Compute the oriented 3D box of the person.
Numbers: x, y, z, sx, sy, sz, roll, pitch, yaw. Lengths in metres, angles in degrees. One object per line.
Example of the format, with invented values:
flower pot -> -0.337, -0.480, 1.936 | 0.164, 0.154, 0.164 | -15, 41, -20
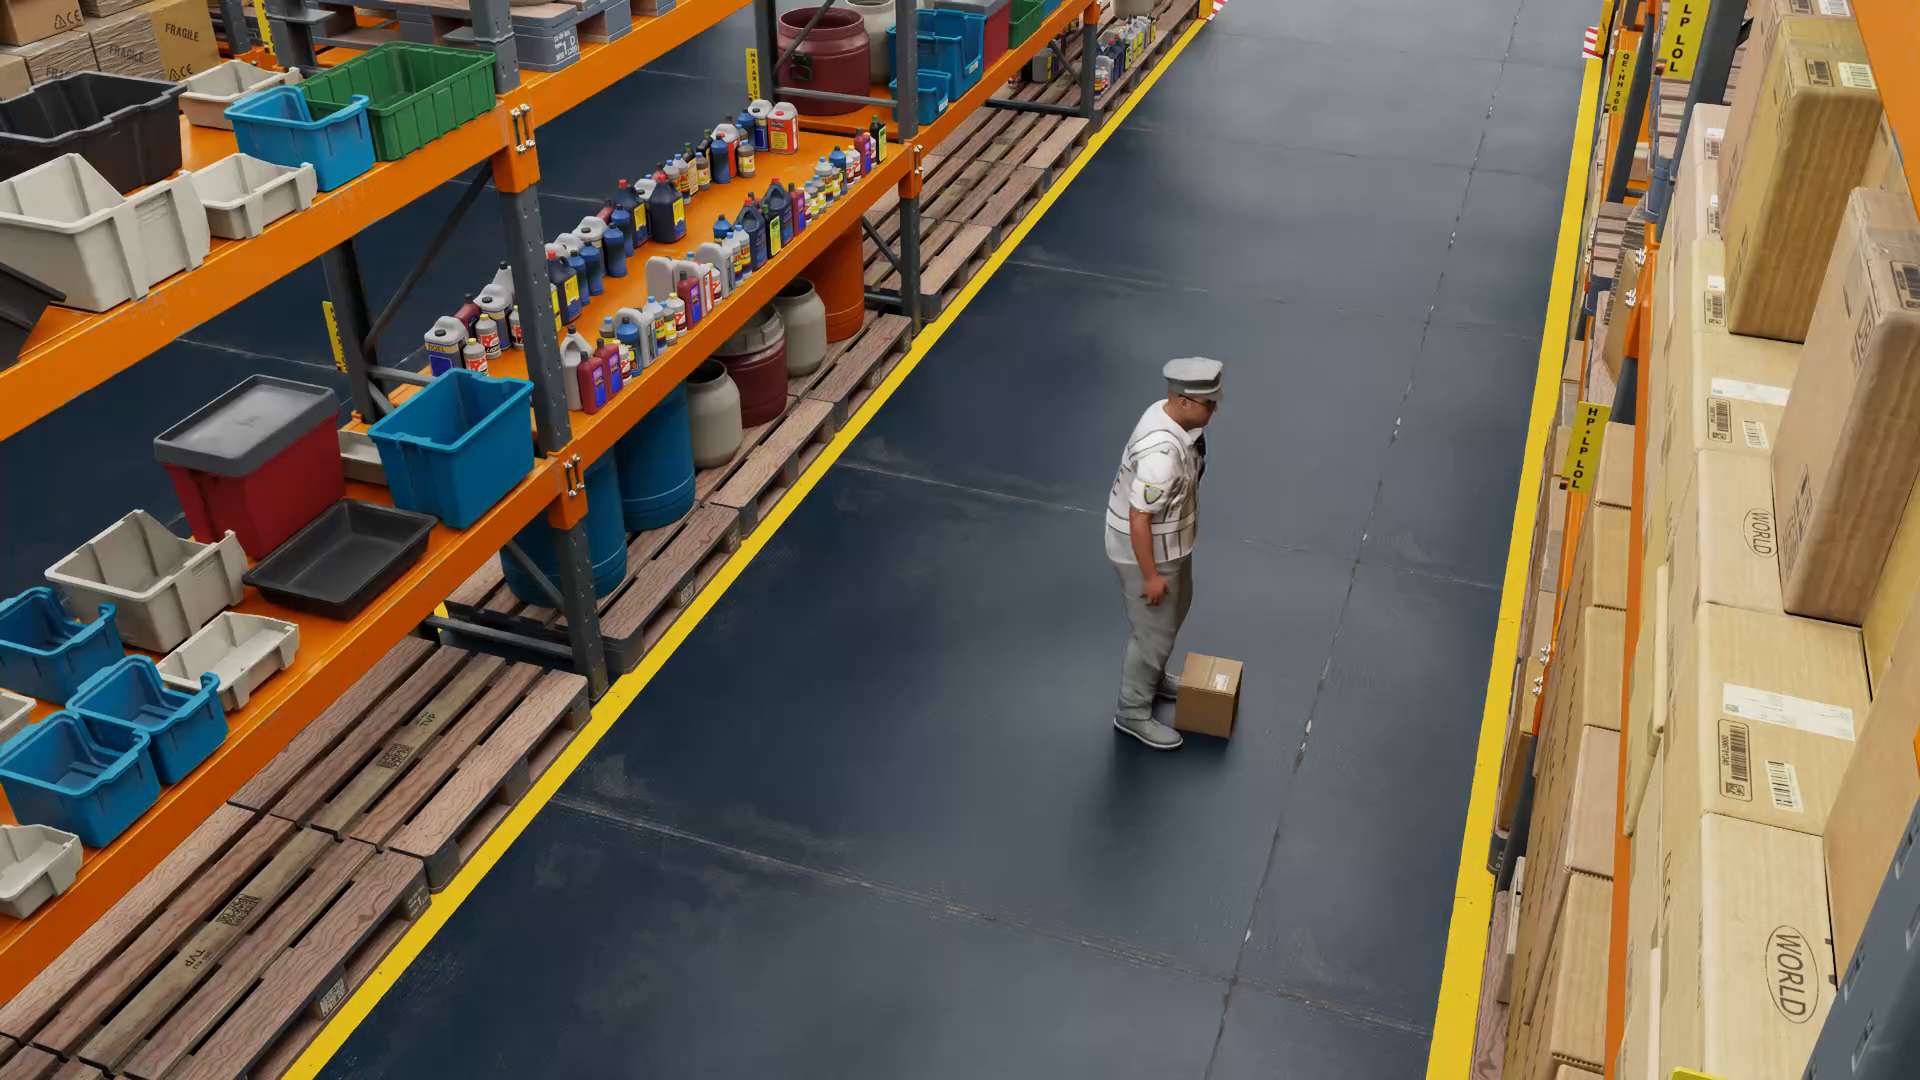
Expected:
person -> 0.846, 0.024, 7.096 | 0.437, 1.747, 0.584 | 11, 35, 16
